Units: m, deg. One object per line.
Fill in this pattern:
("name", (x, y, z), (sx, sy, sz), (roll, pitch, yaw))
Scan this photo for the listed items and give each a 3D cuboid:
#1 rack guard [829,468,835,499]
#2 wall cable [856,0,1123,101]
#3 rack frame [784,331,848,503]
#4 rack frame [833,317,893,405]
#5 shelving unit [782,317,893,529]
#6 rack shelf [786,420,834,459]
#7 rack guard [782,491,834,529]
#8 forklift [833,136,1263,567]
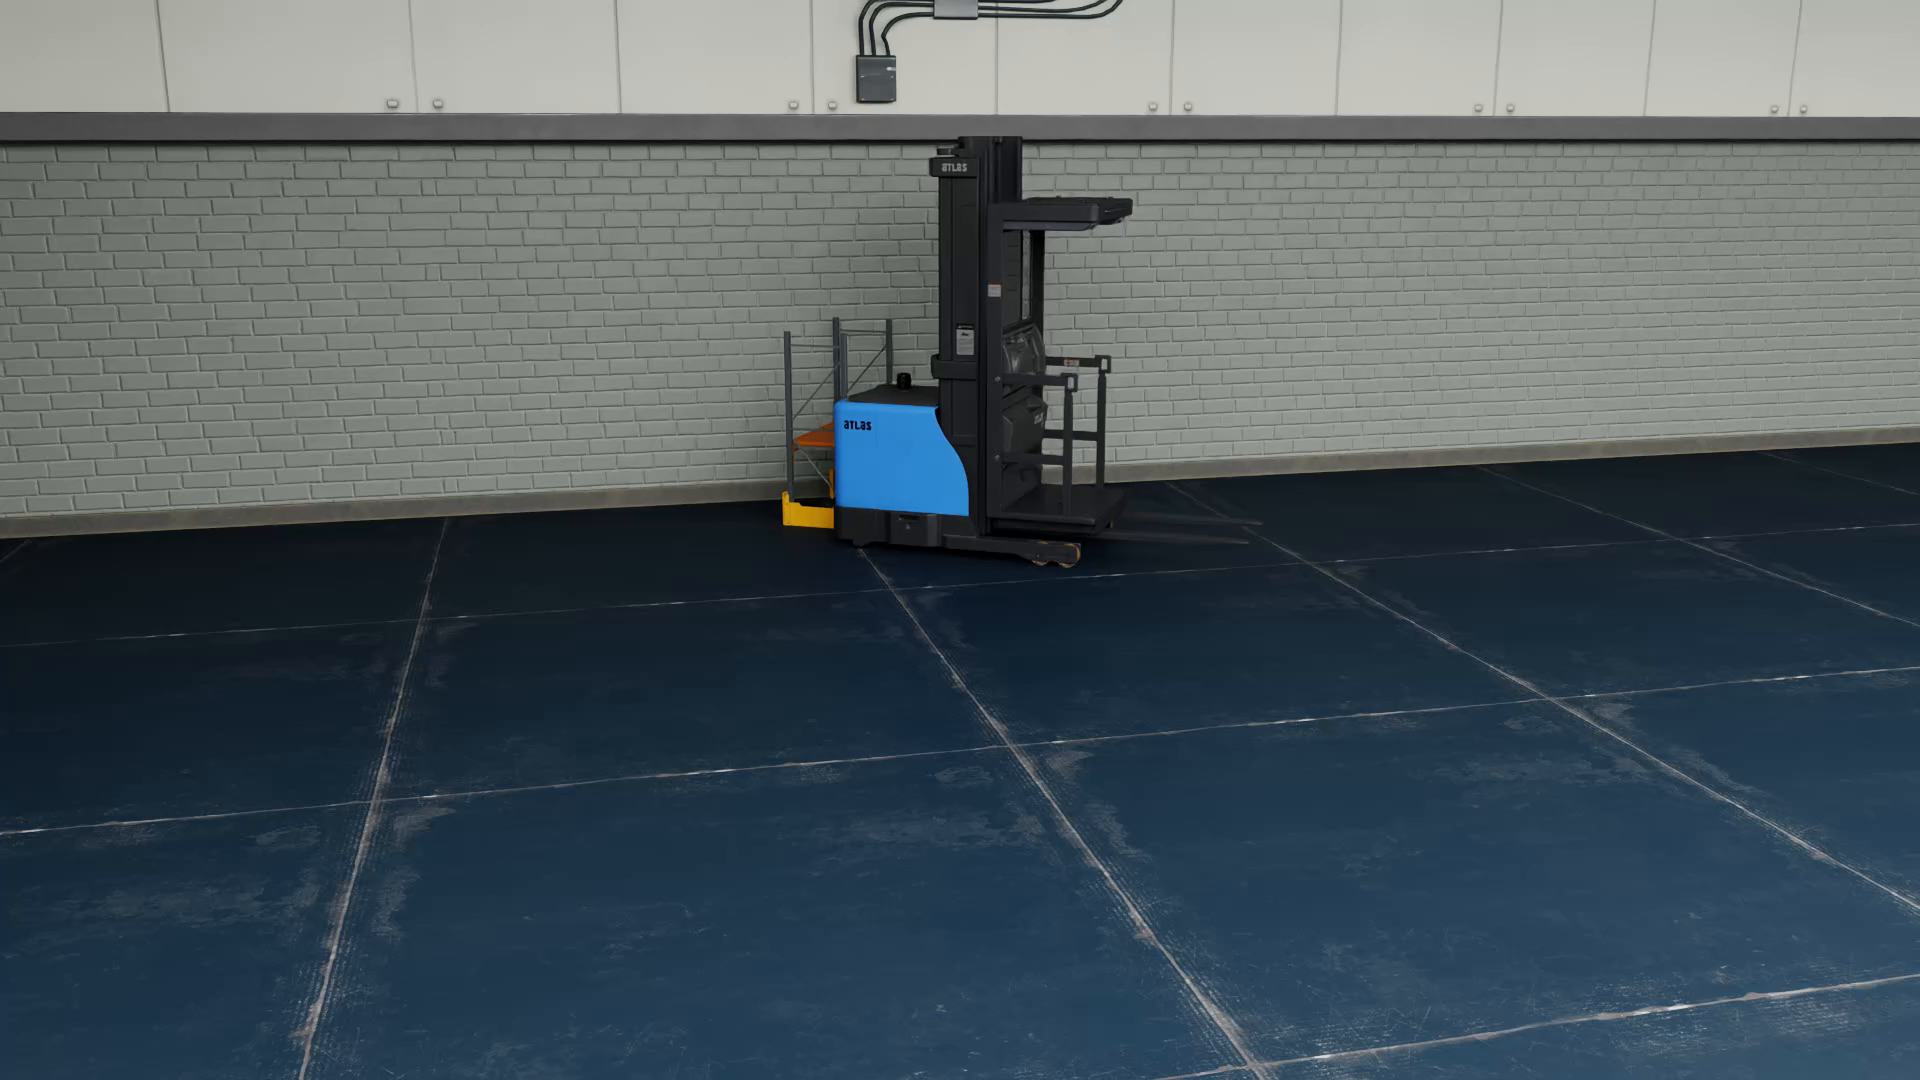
("rack guard", (-0.796, -0.453, 13.756), (0.587, 0.250, 0.087), (4, 14, 17))
("wall cable", (0.312, -6.454, 12.716), (2.305, 6.003, 0.169), (-3, 14, -13))
("rack frame", (-1.089, -0.834, 12.682), (0.500, 1.500, 0.032), (4, 14, 17))
("rack frame", (-0.790, -1.065, 13.626), (0.500, 1.500, 0.032), (4, 14, 17))
("shelving unit", (-0.942, -0.947, 13.145), (0.587, 1.500, 1.083), (4, 14, 17))
("rack shelf", (-0.940, -0.775, 13.196), (0.538, 0.185, 1.000), (4, 14, 17))
("rack guard", (-1.089, -0.227, 12.831), (0.587, 0.250, 0.087), (4, 14, 17))
("forklift", (0.647, -1.373, 11.873), (3.031, 2.935, 1.130), (4, 14, 18))
